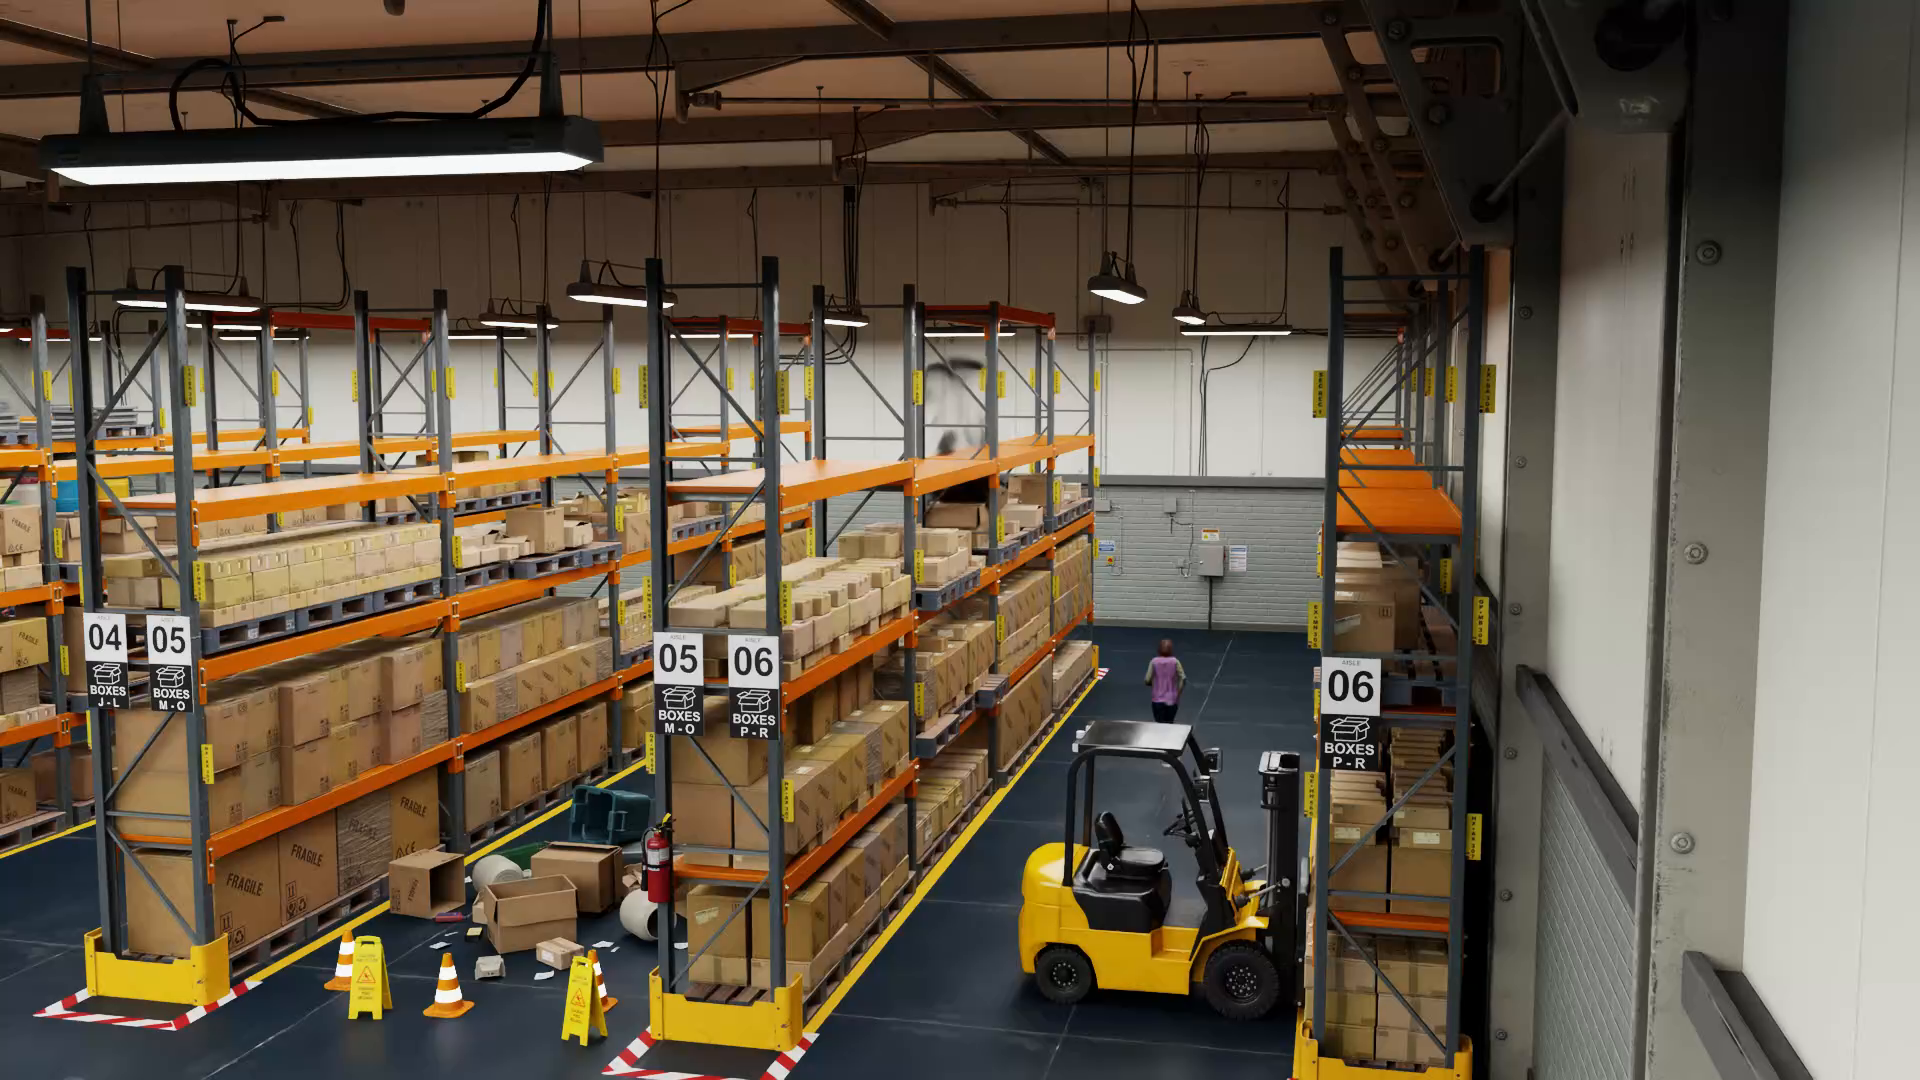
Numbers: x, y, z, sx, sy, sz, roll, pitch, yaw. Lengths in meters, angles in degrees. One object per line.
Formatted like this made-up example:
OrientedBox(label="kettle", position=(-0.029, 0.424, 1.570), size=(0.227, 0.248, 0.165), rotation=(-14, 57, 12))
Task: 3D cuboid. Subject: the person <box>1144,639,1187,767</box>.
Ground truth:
OrientedBox(label="person", position=(2.543, 2.015, 20.641), size=(0.521, 1.573, 0.542), rotation=(0, 6, 3))
